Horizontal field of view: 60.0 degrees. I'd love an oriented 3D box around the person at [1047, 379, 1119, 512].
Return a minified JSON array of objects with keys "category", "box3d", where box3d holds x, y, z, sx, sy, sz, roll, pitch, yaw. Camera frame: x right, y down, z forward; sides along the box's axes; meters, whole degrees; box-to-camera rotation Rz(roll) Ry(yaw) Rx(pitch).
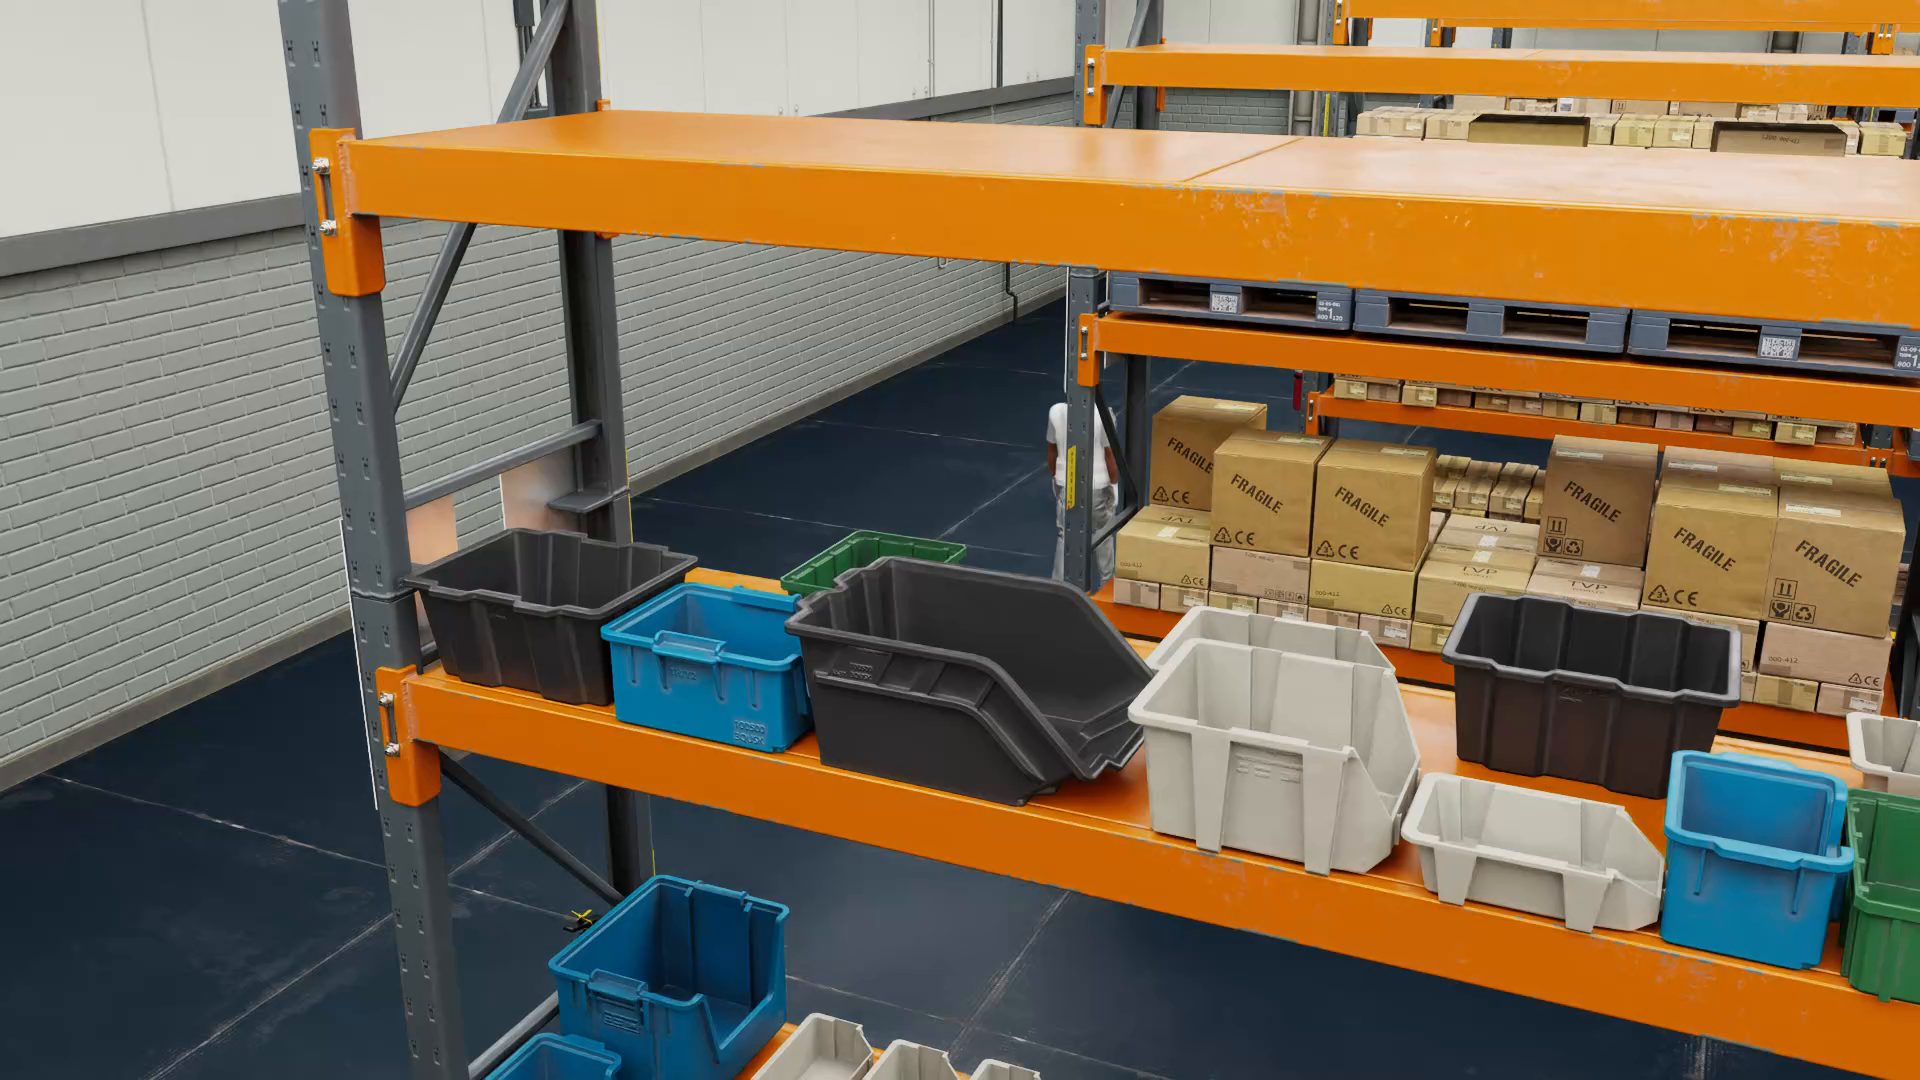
[{"category":"person","box3d":[0.920,-0.389,12.189,0.611,1.807,0.698,7,20,21]}]
